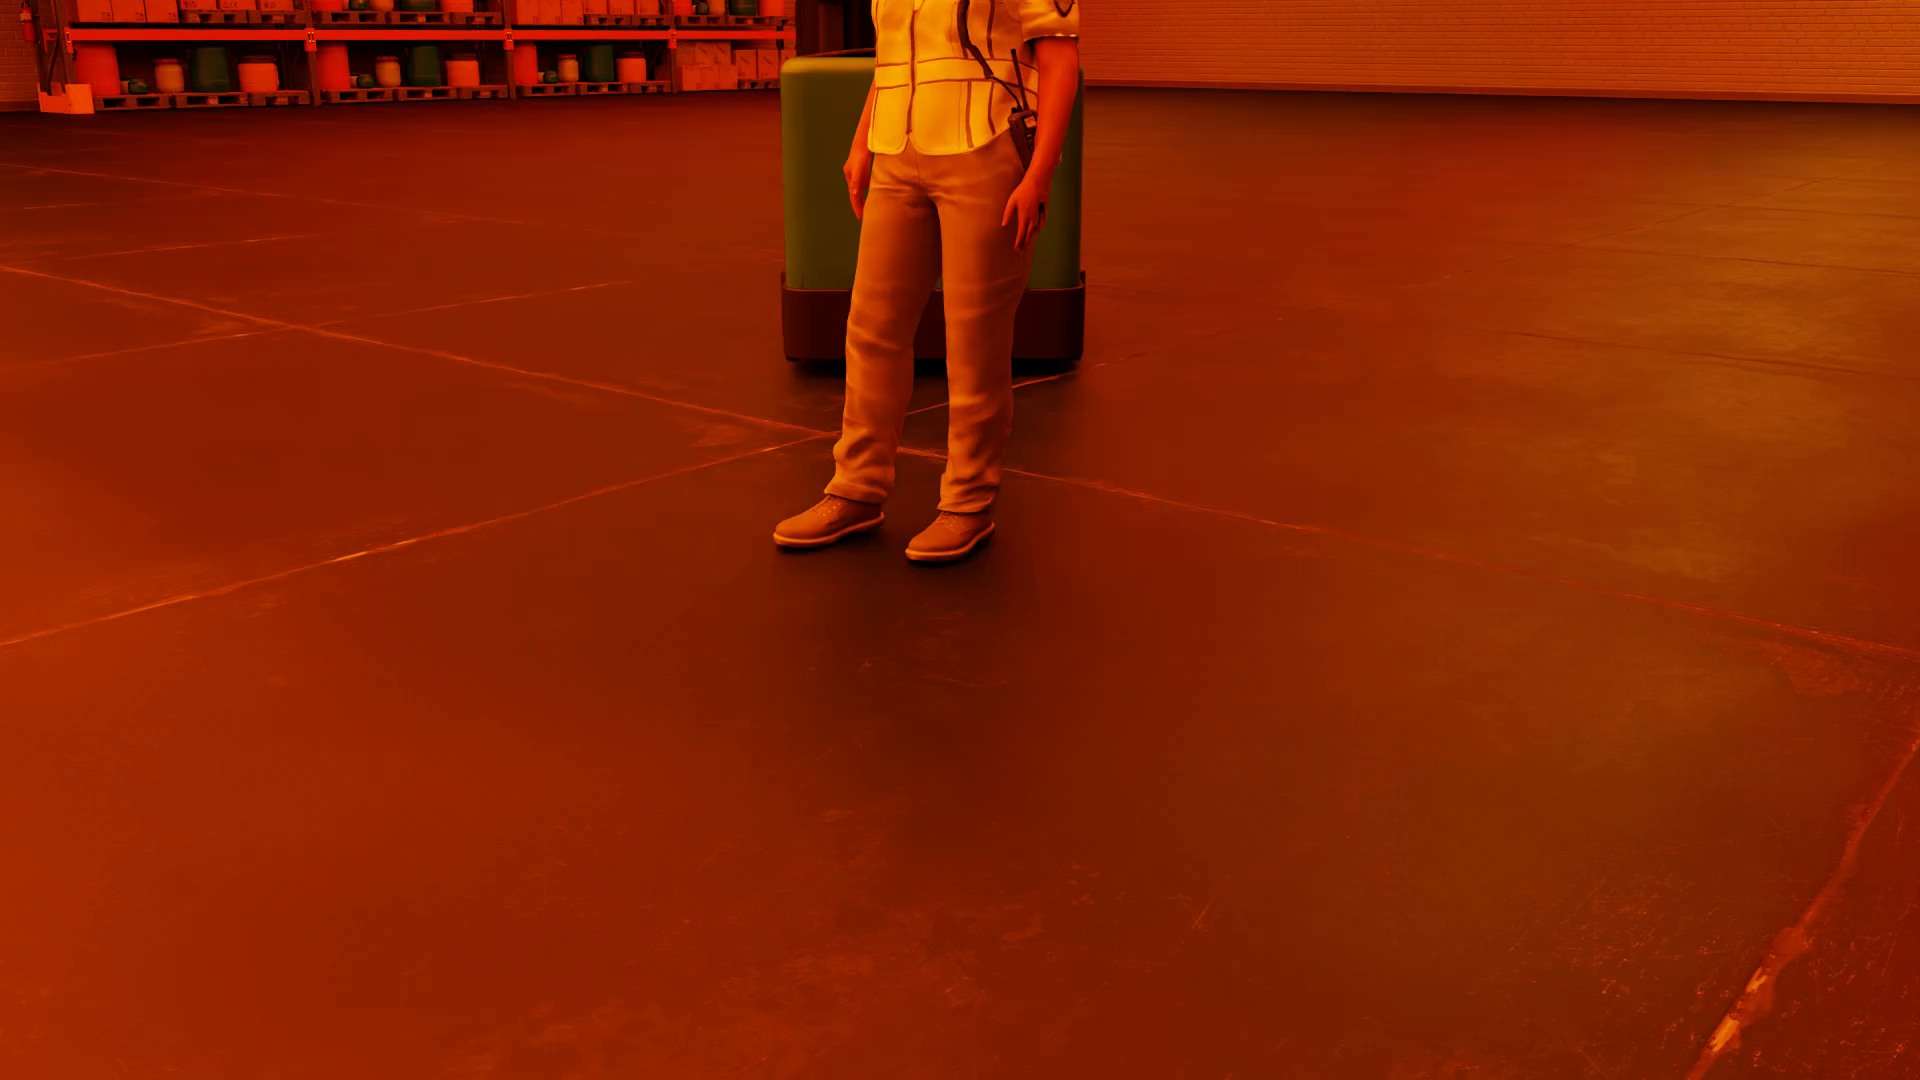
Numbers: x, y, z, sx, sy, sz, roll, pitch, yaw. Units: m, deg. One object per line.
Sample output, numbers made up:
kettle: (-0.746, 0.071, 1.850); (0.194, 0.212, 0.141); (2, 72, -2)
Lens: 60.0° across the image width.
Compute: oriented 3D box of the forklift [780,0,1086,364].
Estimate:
forklift: (-0.115, -2.399, 6.798); (1.130, 2.935, 3.031); (0, 17, -1)

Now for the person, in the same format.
person: (-0.066, -0.792, 3.655); (0.599, 1.670, 0.529); (13, 21, 37)
